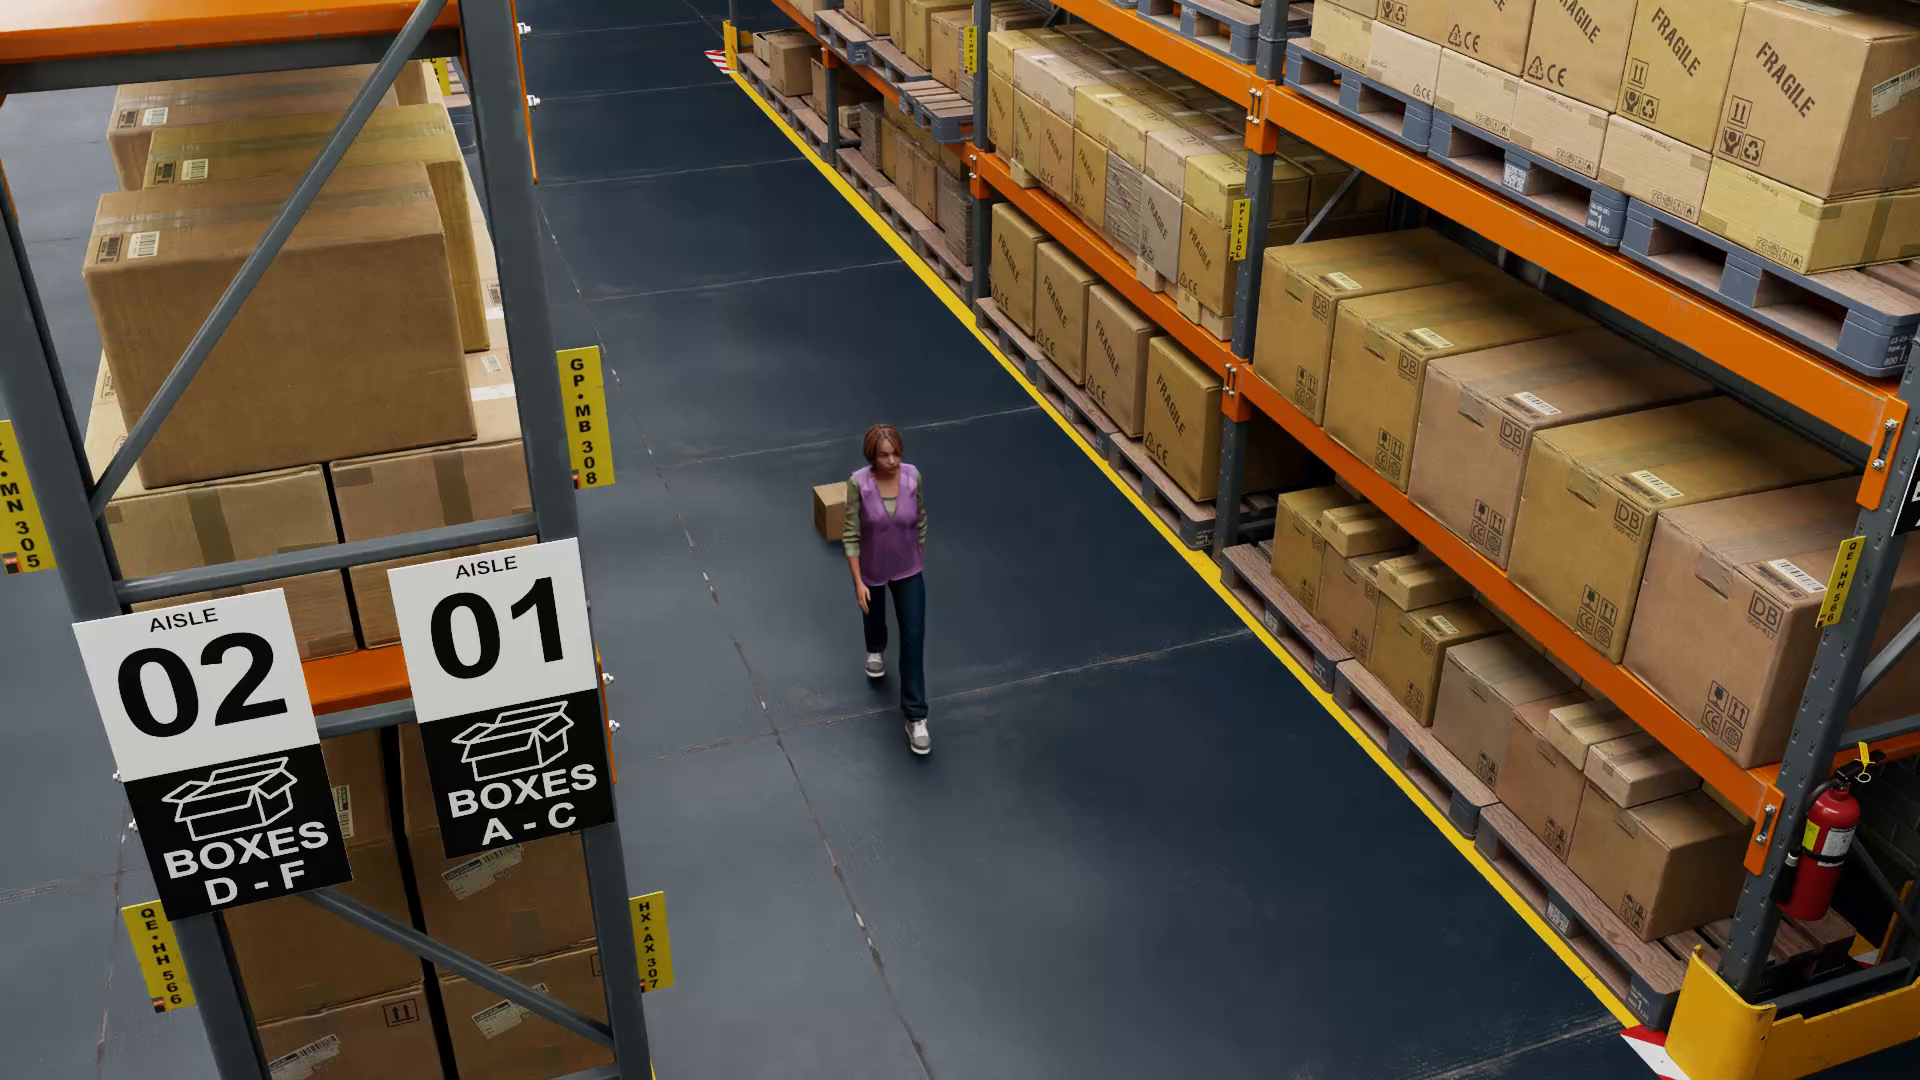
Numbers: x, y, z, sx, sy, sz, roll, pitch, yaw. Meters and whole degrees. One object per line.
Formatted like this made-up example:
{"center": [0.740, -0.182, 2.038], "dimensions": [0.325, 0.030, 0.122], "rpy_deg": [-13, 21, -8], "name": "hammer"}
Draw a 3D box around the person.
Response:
{"center": [-0.346, 0.164, 8.028], "dimensions": [0.428, 1.538, 0.954], "rpy_deg": [-5, 31, -8], "name": "person"}
